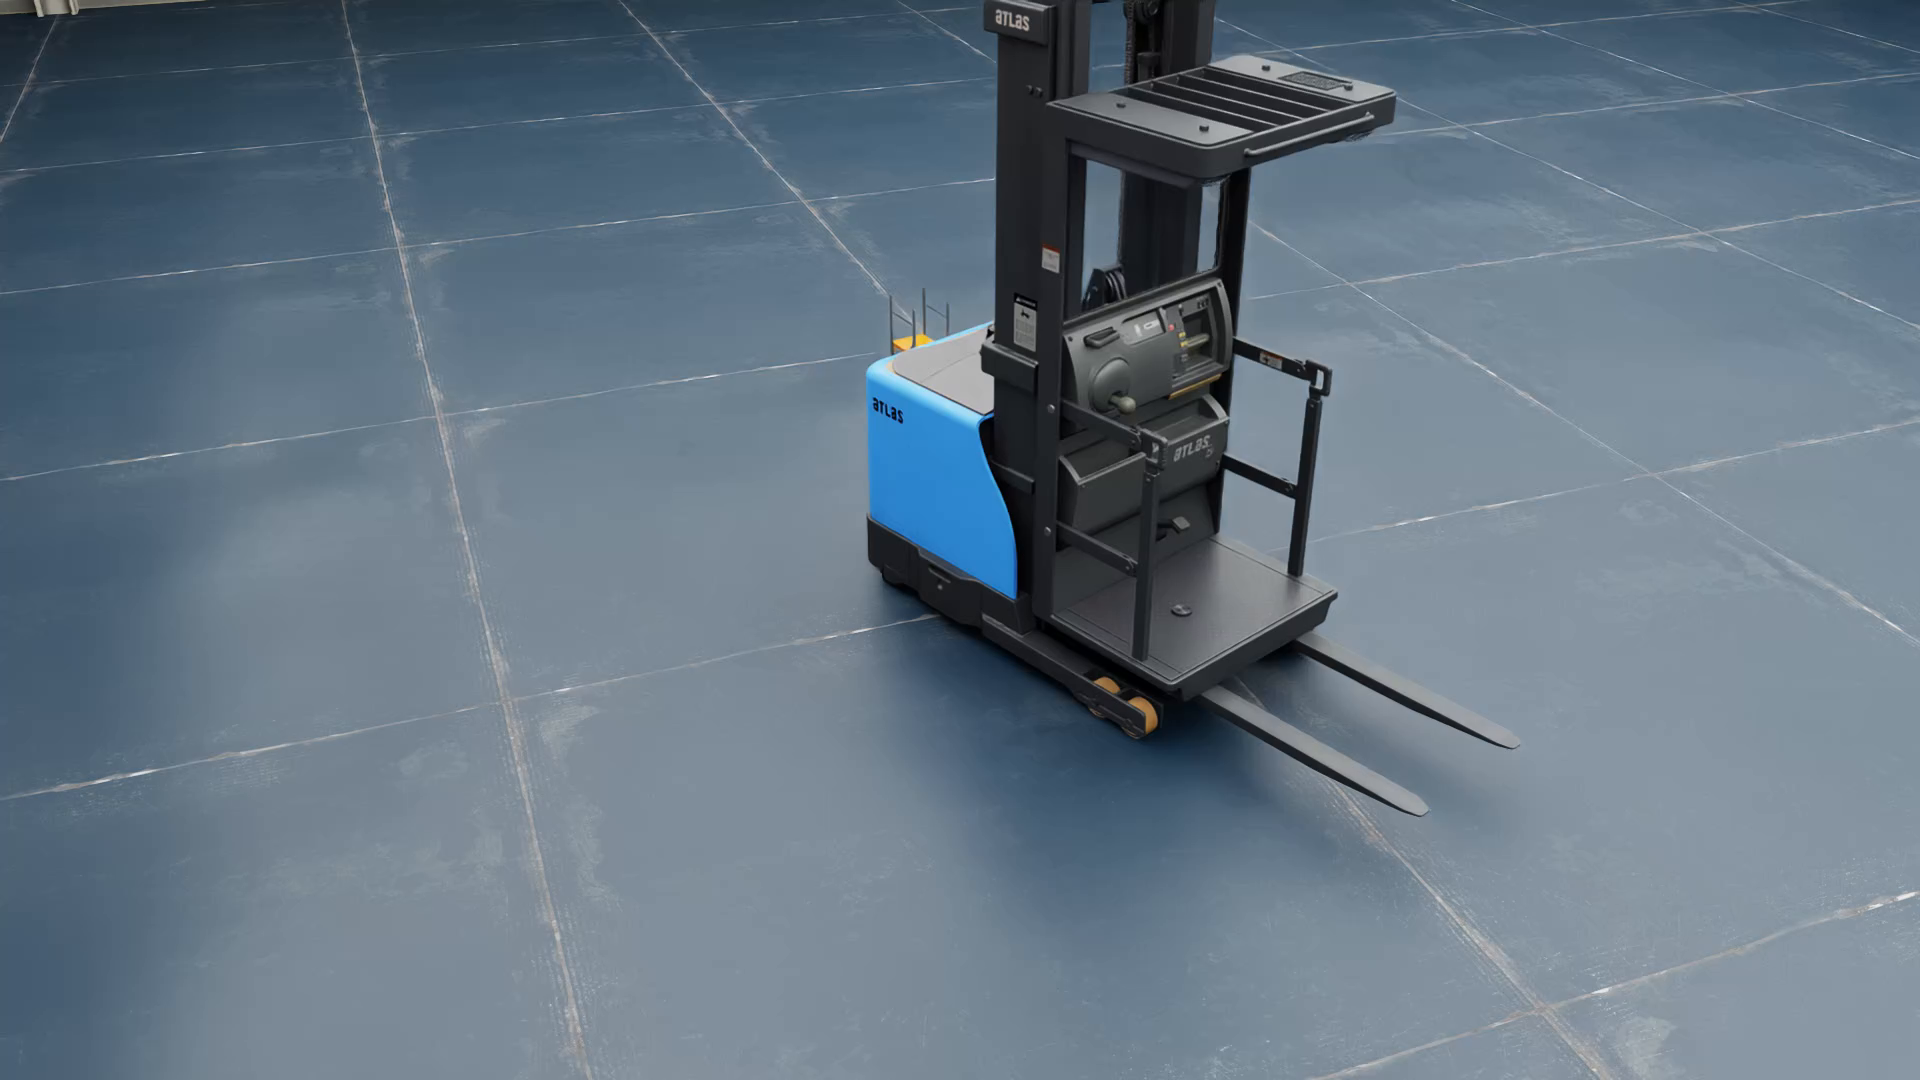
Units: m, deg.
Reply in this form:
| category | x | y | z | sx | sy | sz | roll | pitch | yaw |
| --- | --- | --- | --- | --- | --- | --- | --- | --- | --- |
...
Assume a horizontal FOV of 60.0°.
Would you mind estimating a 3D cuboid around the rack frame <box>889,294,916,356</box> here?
| category | x | y | z | sx | sy | sz | roll | pitch | yaw |
| --- | --- | --- | --- | --- | --- | --- | --- | --- | --- |
| rack frame | -0.271 | -0.591 | 8.076 | 0.006 | 1.200 | 0.240 | -17 | 34 | -27 |

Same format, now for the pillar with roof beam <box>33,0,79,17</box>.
| category | x | y | z | sx | sy | sz | roll | pitch | yaw |
| --- | --- | --- | --- | --- | --- | --- | --- | --- | --- |
| pillar with roof beam | -8.586 | -7.815 | 12.876 | 0.400 | 9.000 | 9.100 | -10 | 31 | -18 |

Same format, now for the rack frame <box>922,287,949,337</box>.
| category | x | y | z | sx | sy | sz | roll | pitch | yaw |
| --- | --- | --- | --- | --- | --- | --- | --- | --- | --- |
| rack frame | -0.115 | -0.639 | 8.159 | 0.006 | 1.200 | 0.240 | -17 | 34 | -27 |

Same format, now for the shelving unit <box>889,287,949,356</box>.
| category | x | y | z | sx | sy | sz | roll | pitch | yaw |
| --- | --- | --- | --- | --- | --- | --- | --- | --- | --- |
| shelving unit | -0.193 | -0.615 | 8.117 | 0.189 | 1.200 | 0.258 | -17 | 34 | -27 |

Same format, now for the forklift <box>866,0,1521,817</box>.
| category | x | y | z | sx | sy | sz | roll | pitch | yaw |
| --- | --- | --- | --- | --- | --- | --- | --- | --- | --- |
| forklift | 0.915 | -0.745 | 6.598 | 1.130 | 2.935 | 3.031 | -24 | 37 | -35 |

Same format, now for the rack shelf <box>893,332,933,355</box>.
| category | x | y | z | sx | sy | sz | roll | pitch | yaw |
| --- | --- | --- | --- | --- | --- | --- | --- | --- | --- |
| rack shelf | -0.193 | -0.889 | 7.961 | 0.180 | 0.103 | 0.258 | -17 | 34 | -27 |
